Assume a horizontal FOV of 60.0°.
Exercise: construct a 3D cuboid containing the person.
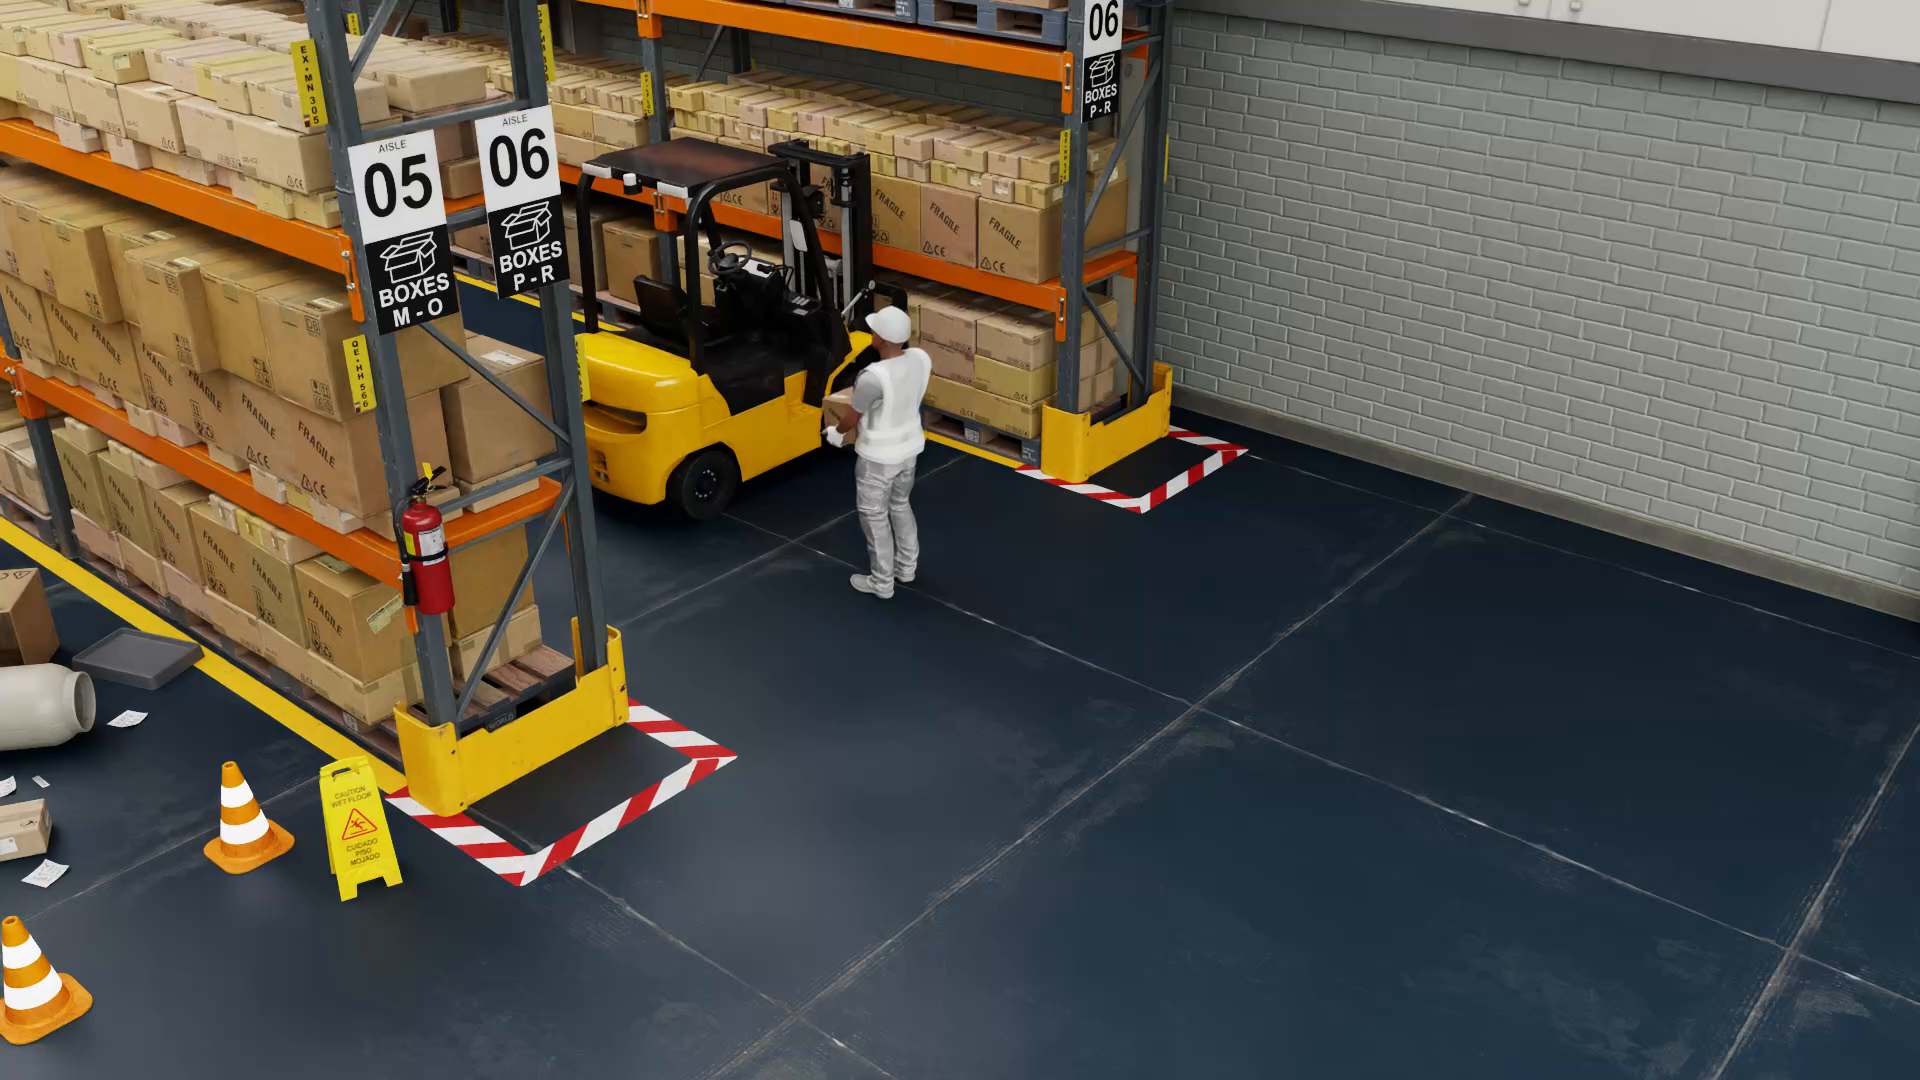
[{"bbox_3d":[-0.495,-0.535,9.641,0.573,1.784,0.495,20,33,33],"label":"person"}]
